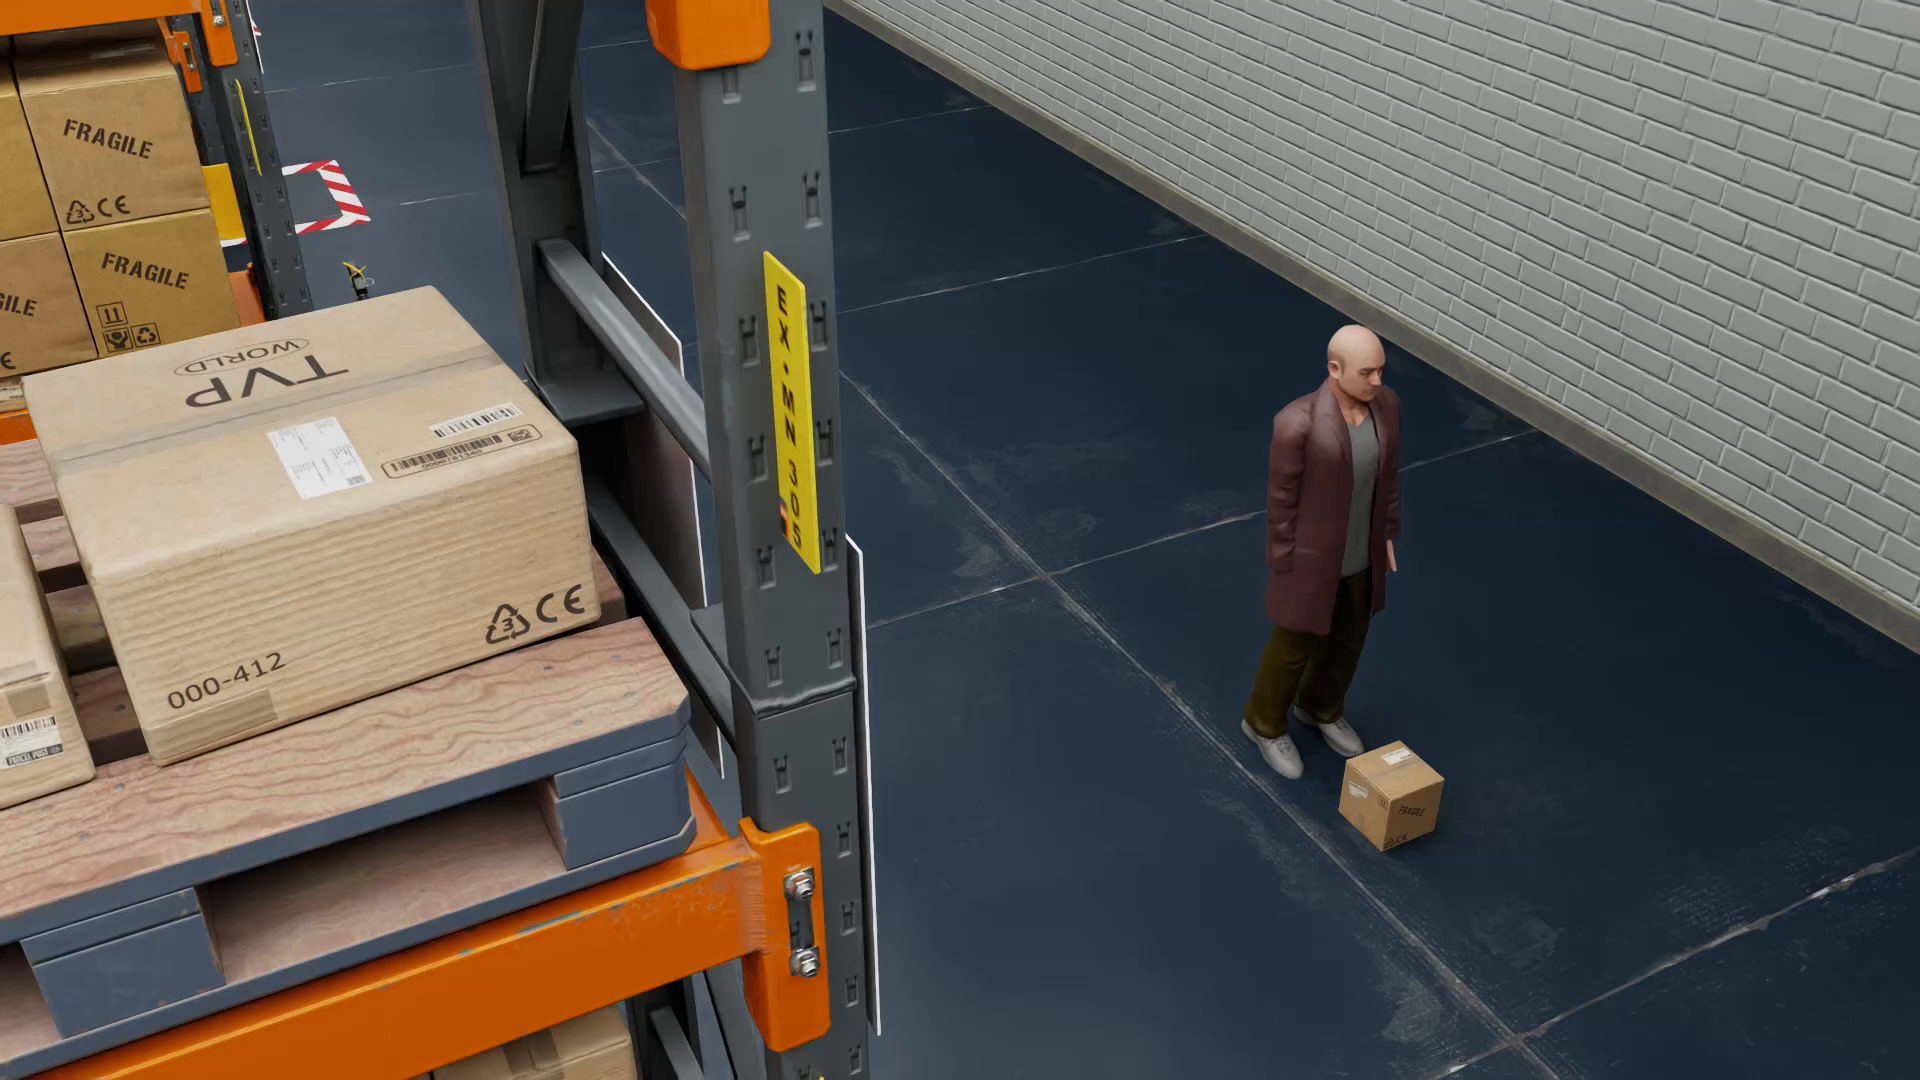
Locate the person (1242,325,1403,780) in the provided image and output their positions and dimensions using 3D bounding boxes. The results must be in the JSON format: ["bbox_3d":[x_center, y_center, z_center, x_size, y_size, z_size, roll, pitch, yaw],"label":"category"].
[{"bbox_3d":[1.363,0.052,6.090,0.561,1.793,0.389,-15,36,-22],"label":"person"}]
